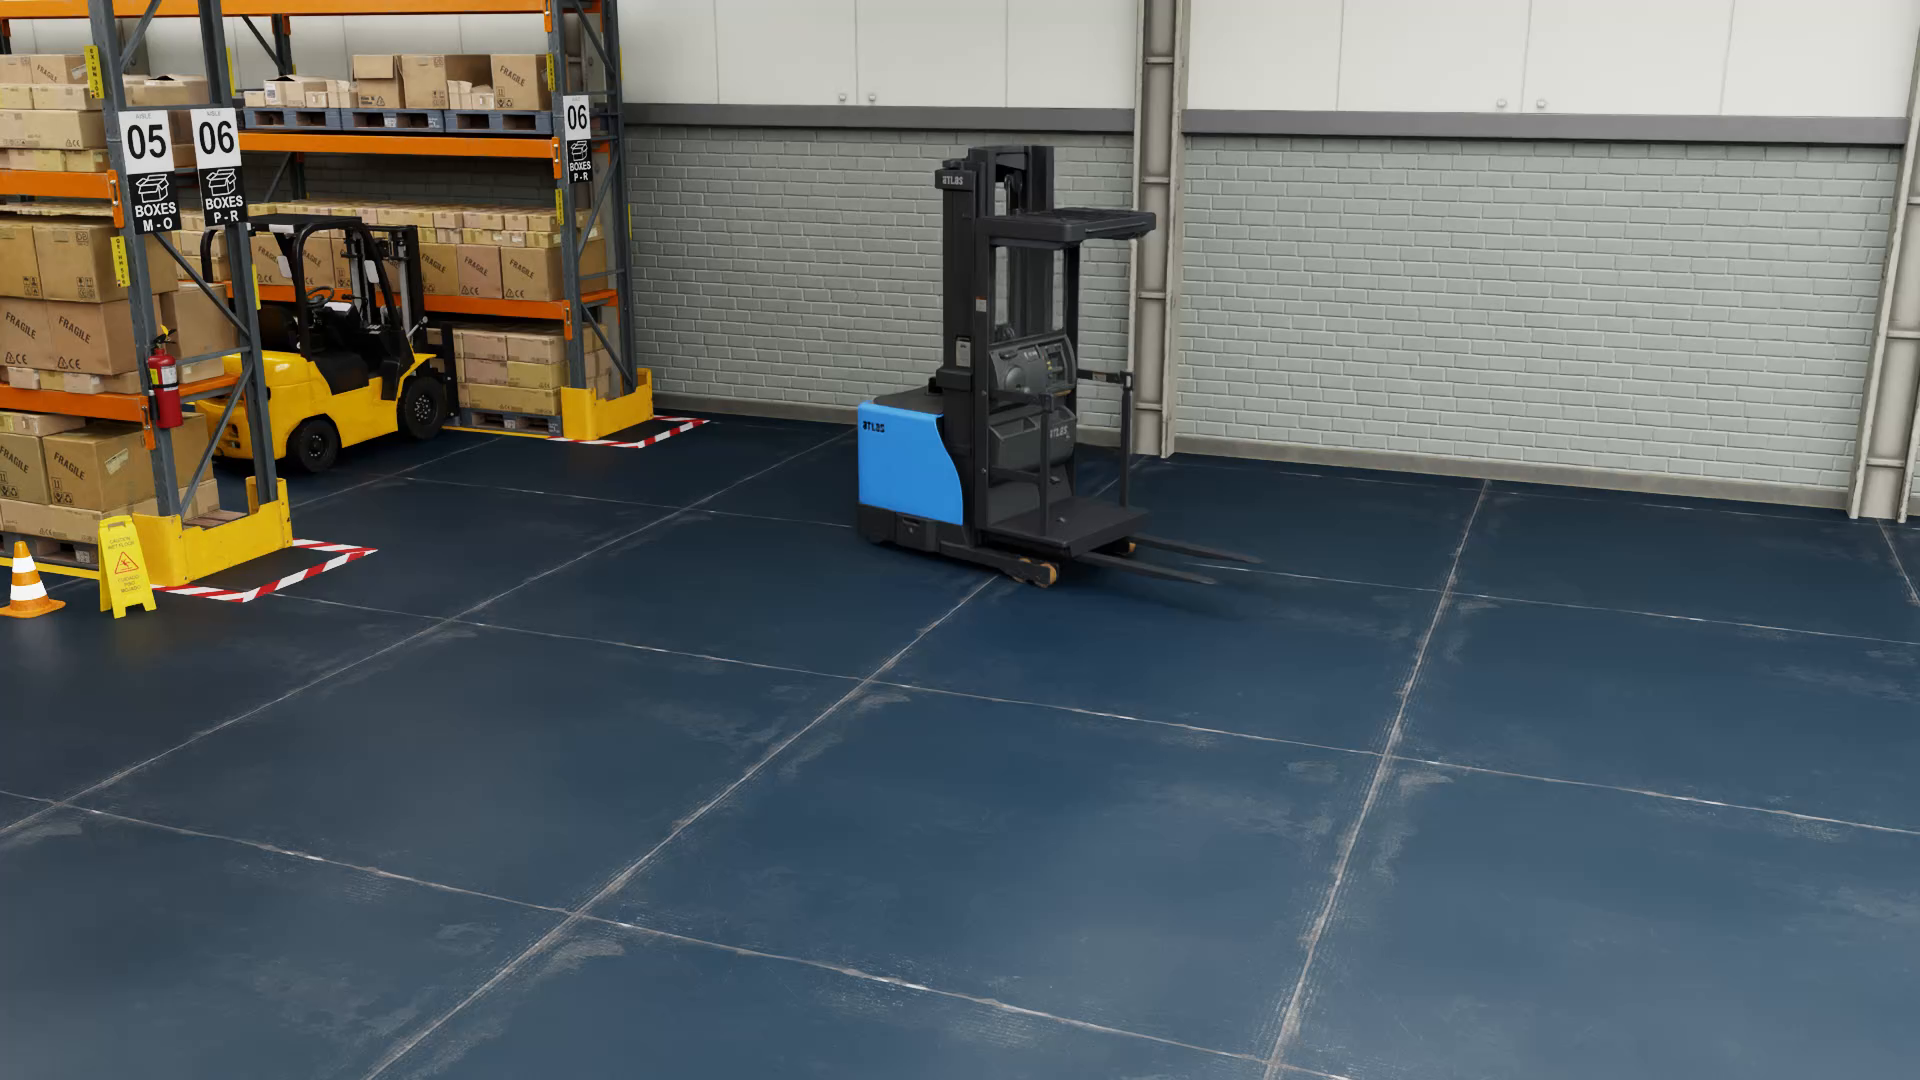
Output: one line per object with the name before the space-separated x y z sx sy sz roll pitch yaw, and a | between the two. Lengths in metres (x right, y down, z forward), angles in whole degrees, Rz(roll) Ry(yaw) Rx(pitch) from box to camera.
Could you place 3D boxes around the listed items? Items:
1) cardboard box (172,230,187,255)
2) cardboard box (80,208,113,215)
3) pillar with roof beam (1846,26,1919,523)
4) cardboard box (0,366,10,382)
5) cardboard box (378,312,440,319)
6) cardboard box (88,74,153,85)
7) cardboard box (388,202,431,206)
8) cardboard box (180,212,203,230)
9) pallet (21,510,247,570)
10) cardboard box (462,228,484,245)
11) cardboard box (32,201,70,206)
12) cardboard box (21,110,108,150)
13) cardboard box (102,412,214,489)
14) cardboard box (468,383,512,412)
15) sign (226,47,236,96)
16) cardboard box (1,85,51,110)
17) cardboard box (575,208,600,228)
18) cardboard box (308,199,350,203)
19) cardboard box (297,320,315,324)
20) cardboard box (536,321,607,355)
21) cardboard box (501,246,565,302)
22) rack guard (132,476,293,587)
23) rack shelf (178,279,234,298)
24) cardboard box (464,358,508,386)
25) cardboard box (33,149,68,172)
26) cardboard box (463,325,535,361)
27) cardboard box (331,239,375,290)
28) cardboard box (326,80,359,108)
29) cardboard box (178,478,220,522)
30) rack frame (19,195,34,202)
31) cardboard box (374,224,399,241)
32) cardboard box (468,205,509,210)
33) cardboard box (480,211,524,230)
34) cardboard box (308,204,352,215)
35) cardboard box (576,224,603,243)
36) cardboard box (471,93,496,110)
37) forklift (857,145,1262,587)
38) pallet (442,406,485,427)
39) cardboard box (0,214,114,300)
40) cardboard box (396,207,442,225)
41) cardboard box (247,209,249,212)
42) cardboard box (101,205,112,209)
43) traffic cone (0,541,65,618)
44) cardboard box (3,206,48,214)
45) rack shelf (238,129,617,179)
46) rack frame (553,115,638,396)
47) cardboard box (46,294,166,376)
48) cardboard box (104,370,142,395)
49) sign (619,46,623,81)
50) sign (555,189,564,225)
cardboard box | -8.253 -3.170 17.587 0.500 0.250 0.500 6 17 19
cardboard box | -9.272 -3.497 17.995 0.250 0.149 0.380 6 17 21
pillar with roof beam | 5.766 -3.400 8.246 0.400 9.000 9.100 6 17 21
cardboard box | -6.689 -1.243 12.026 0.250 0.149 0.380 7 17 21
cardboard box | -5.750 -2.226 17.345 0.500 0.250 0.500 6 17 21
cardboard box | -8.698 -4.704 17.346 0.500 0.311 0.500 6 17 19
cardboard box | -5.634 -3.376 17.047 0.250 0.149 0.380 6 17 20
cardboard box | -8.076 -3.365 17.542 0.250 0.149 0.380 6 17 21
pallet | -6.132 -0.032 12.404 1.213 0.211 1.003 6 17 21
cardboard box | -4.620 -2.970 16.181 0.250 0.149 0.380 6 17 20
cardboard box | -10.281 -3.758 18.895 0.250 0.149 0.380 7 18 22
cardboard box | -5.893 -2.765 11.172 0.500 0.250 0.500 6 17 20
cardboard box | -5.989 -0.669 12.430 0.500 0.500 0.500 6 17 19
cardboard box | -4.513 -1.459 16.498 0.500 0.250 0.500 6 17 21
sign | -5.119 -3.272 11.616 0.005 0.325 0.100 6 17 21
cardboard box | -6.211 -2.989 11.231 0.250 0.149 0.380 6 17 20
cardboard box | -3.735 -3.151 16.270 0.250 0.149 0.380 6 17 20
cardboard box | -6.595 -3.479 17.402 0.250 0.149 0.380 6 17 19
cardboard box | -6.415 -2.143 17.061 0.500 0.250 0.500 6 17 21
cardboard box | -3.878 -2.018 16.630 0.500 0.250 0.500 6 17 20
cardboard box | -4.055 -2.589 16.031 0.500 0.500 0.500 6 17 19
rack guard | -5.389 -0.078 12.046 0.348 0.500 1.175 6 17 21
rack shelf | -9.082 -2.827 18.321 4.000 0.370 1.077 6 17 21
cardboard box | -4.531 -1.703 16.440 0.500 0.250 0.500 6 17 20
cardboard box | -5.996 -2.572 11.222 0.250 0.149 0.380 6 17 21
cardboard box | -4.520 -1.937 16.350 0.500 0.250 0.500 7 17 22
cardboard box | -5.942 -2.802 16.766 0.500 0.500 0.500 6 17 20
cardboard box | -5.952 -4.363 16.250 0.258 0.266 0.396 6 17 19
cardboard box | -5.967 -0.306 12.527 0.500 0.250 0.500 6 17 20
rack frame | -10.942 -3.377 18.925 0.127 3.000 1.000 6 17 21
cardboard box | -5.590 -3.063 16.502 0.250 0.149 0.380 6 17 19
cardboard box | -4.695 -3.259 16.644 0.250 0.149 0.380 7 18 22
cardboard box | -4.405 -3.080 16.026 0.250 0.149 0.380 7 17 22
cardboard box | -6.315 -3.280 16.717 0.250 0.149 0.380 7 17 22
cardboard box | -3.721 -3.020 16.353 0.250 0.149 0.380 6 17 19
cardboard box | -4.383 -4.134 15.671 0.250 0.149 0.380 6 17 19
forklift | 0.685 -1.246 11.708 3.031 2.935 1.130 13 20 37
pallet | -5.358 -1.412 17.159 1.213 0.211 1.003 6 17 21
cardboard box | -6.342 -1.991 11.646 0.500 0.500 0.700 6 17 21
cardboard box | -5.340 -3.198 16.434 0.250 0.149 0.380 7 17 21
cardboard box | -7.700 -3.460 17.868 0.250 0.149 0.380 6 17 19
cardboard box | -9.331 -3.658 18.550 0.250 0.149 0.380 6 17 20
traffic cone | -6.192 0.238 11.024 0.334 0.463 0.336 6 17 21
cardboard box | -10.257 -3.581 18.285 0.250 0.149 0.380 7 18 22
rack shelf | -5.361 -3.858 16.493 4.000 0.370 1.077 6 17 21
rack frame | -3.500 -2.559 16.107 0.127 3.000 1.000 6 17 21
cardboard box | -5.924 -1.446 11.560 0.500 0.500 0.500 6 17 20
cardboard box | -5.745 -1.133 11.646 0.250 0.149 0.380 7 18 22
sign | -3.291 -4.600 16.049 0.005 0.325 0.100 6 17 21
sign | -3.712 -3.089 15.432 0.005 0.325 0.100 6 17 21
